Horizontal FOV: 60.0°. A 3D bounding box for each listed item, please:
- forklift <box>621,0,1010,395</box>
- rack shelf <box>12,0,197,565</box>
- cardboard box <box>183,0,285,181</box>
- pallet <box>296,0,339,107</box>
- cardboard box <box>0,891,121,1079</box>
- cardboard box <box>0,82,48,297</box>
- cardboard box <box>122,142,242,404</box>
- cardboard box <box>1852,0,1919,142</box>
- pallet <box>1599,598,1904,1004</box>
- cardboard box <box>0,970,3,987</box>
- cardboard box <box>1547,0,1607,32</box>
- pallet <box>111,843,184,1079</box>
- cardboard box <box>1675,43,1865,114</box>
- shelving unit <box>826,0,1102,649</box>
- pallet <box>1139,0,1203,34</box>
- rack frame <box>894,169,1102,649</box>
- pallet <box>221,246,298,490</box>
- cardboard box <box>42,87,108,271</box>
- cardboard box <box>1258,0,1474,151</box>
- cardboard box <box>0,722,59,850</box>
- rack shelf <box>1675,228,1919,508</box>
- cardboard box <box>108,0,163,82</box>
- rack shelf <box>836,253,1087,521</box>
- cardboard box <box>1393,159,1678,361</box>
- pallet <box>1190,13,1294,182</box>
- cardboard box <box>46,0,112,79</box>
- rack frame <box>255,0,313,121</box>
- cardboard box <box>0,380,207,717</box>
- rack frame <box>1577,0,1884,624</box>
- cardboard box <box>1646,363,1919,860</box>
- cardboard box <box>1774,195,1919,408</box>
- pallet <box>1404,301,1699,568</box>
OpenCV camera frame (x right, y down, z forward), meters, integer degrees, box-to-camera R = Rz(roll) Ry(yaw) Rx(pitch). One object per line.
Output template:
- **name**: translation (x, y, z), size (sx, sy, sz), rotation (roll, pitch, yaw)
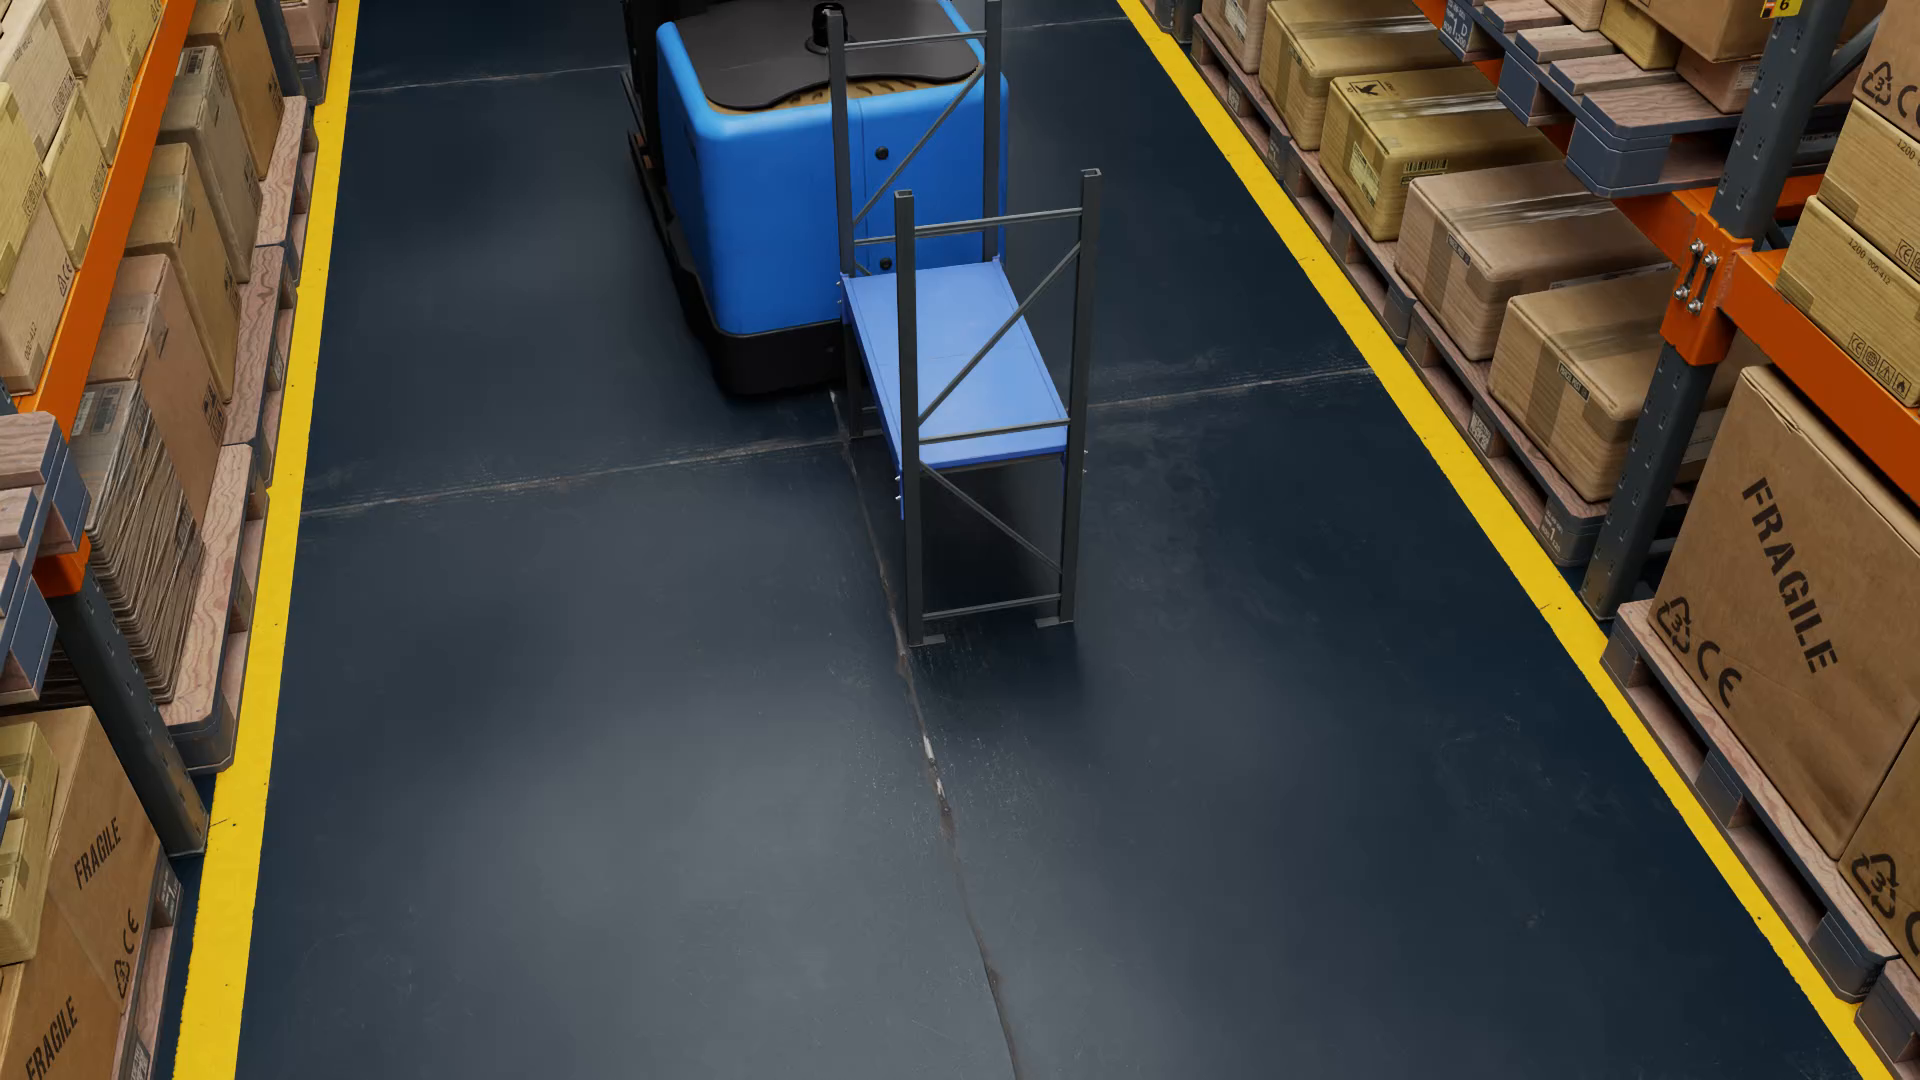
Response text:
- **forklift**: translation (-0.753, -2.585, 5.954), size (1.130, 2.935, 3.031), rotation (-12, 43, -13)
- **rack shelf**: translation (-2.898, -1.298, 4.995), size (1.077, 0.370, 4.000), rotation (-8, 42, -9)
- **cardboard box**: translation (-3.206, -1.796, 6.486), size (0.875, 0.625, 0.625), rotation (-7, 42, -7)
- **pallet**: translation (-3.460, -2.342, 7.730), size (1.003, 0.211, 1.213), rotation (-8, 42, -9)
- **cardboard box**: translation (-2.067, 1.076, 3.345), size (0.500, 0.500, 0.500), rotation (-9, 42, -10)
- **cardboard box**: translation (-2.299, -0.728, 3.547), size (0.500, 0.250, 0.500), rotation (-8, 42, -9)
- **cardboard box**: translation (-2.881, -0.805, 5.370), size (0.875, 0.625, 0.625), rotation (-10, 43, -11)
- **cardboard box**: translation (2.248, -1.041, 3.335), size (0.500, 0.500, 0.500), rotation (-10, 43, -11)
- **pallet**: translation (2.477, 0.580, 4.437), size (1.003, 0.211, 1.213), rotation (-8, 42, -9)
- **cardboard box**: translation (-2.009, 0.898, 3.057), size (0.380, 0.149, 0.250), rotation (-10, 43, -11)
- **cardboard box**: translation (1.853, -1.547, 4.606), size (0.380, 0.149, 0.250), rotation (-9, 42, -10)
- **pallet**: translation (-2.342, 1.261, 3.670), size (1.003, 0.211, 1.213), rotation (-8, 42, -9)
- **cardboard box**: translation (2.079, -1.226, 4.245), size (0.380, 0.149, 0.250), rotation (-7, 42, -8)
- **shelving unit**: translation (-0.018, -0.616, 4.814), size (0.538, 1.500, 1.048), rotation (-8, 42, -9)
- **pallet**: translation (1.337, -2.965, 8.431), size (1.003, 0.211, 1.213), rotation (-8, 42, -9)
- **rack frame**: translation (0.091, -0.287, 4.443), size (0.500, 1.500, 0.032), rotation (-8, 42, -9)
- **pallet**: translation (-2.865, -0.557, 5.718), size (1.003, 0.211, 1.213), rotation (-8, 42, -9)
- **cardboard box**: translation (-2.427, -0.864, 4.077), size (0.500, 0.250, 0.500), rotation (-9, 42, -10)
- **cardboard box**: translation (1.791, -1.947, 6.846), size (0.950, 0.372, 0.625), rotation (-6, 42, -7)
- **cardboard box**: translation (-2.112, 0.548, 3.451), size (0.380, 0.149, 0.250), rotation (-10, 43, -11)
- **rack shelf**: translation (2.812, 0.581, 2.878), size (1.077, 0.370, 4.000), rotation (-8, 42, -9)
- **cardboard box**: translation (-2.655, -1.534, 4.831), size (0.500, 0.250, 0.500), rotation (-7, 42, -8)
- **rack shelf**: translation (-0.018, -0.482, 4.934), size (0.538, 0.185, 1.000), rotation (-8, 42, -9)
- **cardboard box**: translation (2.101, -1.004, 5.784), size (0.950, 0.372, 0.625), rotation (-9, 42, -10)
- **pallet**: translation (1.686, -2.030, 7.378), size (1.003, 0.211, 1.213), rotation (-8, 42, -9)
- **cardboard box**: translation (-2.525, -1.391, 4.294), size (0.500, 0.250, 0.500), rotation (-9, 42, -10)
- **rack frame**: translation (-3.329, -2.864, 6.217), size (1.000, 3.000, 0.127), rotation (-8, 42, -9)
- **cardboard box**: translation (-2.587, 0.054, 4.402), size (0.875, 0.625, 0.625), rotation (-7, 42, -8)
- **rack frame**: translation (2.380, -0.985, 4.100), size (1.000, 3.000, 0.127), rotation (-8, 42, -9)
- **cardboard box**: translation (2.448, 0.113, 4.148), size (0.875, 0.875, 0.875), rotation (-9, 42, -10)
- **cardboard box**: translation (2.240, -0.575, 3.751), size (0.500, 0.250, 0.500), rotation (-9, 42, -10)
- **pallet**: translation (2.213, -0.448, 5.596), size (1.003, 0.211, 1.213), rotation (-8, 42, -9)
